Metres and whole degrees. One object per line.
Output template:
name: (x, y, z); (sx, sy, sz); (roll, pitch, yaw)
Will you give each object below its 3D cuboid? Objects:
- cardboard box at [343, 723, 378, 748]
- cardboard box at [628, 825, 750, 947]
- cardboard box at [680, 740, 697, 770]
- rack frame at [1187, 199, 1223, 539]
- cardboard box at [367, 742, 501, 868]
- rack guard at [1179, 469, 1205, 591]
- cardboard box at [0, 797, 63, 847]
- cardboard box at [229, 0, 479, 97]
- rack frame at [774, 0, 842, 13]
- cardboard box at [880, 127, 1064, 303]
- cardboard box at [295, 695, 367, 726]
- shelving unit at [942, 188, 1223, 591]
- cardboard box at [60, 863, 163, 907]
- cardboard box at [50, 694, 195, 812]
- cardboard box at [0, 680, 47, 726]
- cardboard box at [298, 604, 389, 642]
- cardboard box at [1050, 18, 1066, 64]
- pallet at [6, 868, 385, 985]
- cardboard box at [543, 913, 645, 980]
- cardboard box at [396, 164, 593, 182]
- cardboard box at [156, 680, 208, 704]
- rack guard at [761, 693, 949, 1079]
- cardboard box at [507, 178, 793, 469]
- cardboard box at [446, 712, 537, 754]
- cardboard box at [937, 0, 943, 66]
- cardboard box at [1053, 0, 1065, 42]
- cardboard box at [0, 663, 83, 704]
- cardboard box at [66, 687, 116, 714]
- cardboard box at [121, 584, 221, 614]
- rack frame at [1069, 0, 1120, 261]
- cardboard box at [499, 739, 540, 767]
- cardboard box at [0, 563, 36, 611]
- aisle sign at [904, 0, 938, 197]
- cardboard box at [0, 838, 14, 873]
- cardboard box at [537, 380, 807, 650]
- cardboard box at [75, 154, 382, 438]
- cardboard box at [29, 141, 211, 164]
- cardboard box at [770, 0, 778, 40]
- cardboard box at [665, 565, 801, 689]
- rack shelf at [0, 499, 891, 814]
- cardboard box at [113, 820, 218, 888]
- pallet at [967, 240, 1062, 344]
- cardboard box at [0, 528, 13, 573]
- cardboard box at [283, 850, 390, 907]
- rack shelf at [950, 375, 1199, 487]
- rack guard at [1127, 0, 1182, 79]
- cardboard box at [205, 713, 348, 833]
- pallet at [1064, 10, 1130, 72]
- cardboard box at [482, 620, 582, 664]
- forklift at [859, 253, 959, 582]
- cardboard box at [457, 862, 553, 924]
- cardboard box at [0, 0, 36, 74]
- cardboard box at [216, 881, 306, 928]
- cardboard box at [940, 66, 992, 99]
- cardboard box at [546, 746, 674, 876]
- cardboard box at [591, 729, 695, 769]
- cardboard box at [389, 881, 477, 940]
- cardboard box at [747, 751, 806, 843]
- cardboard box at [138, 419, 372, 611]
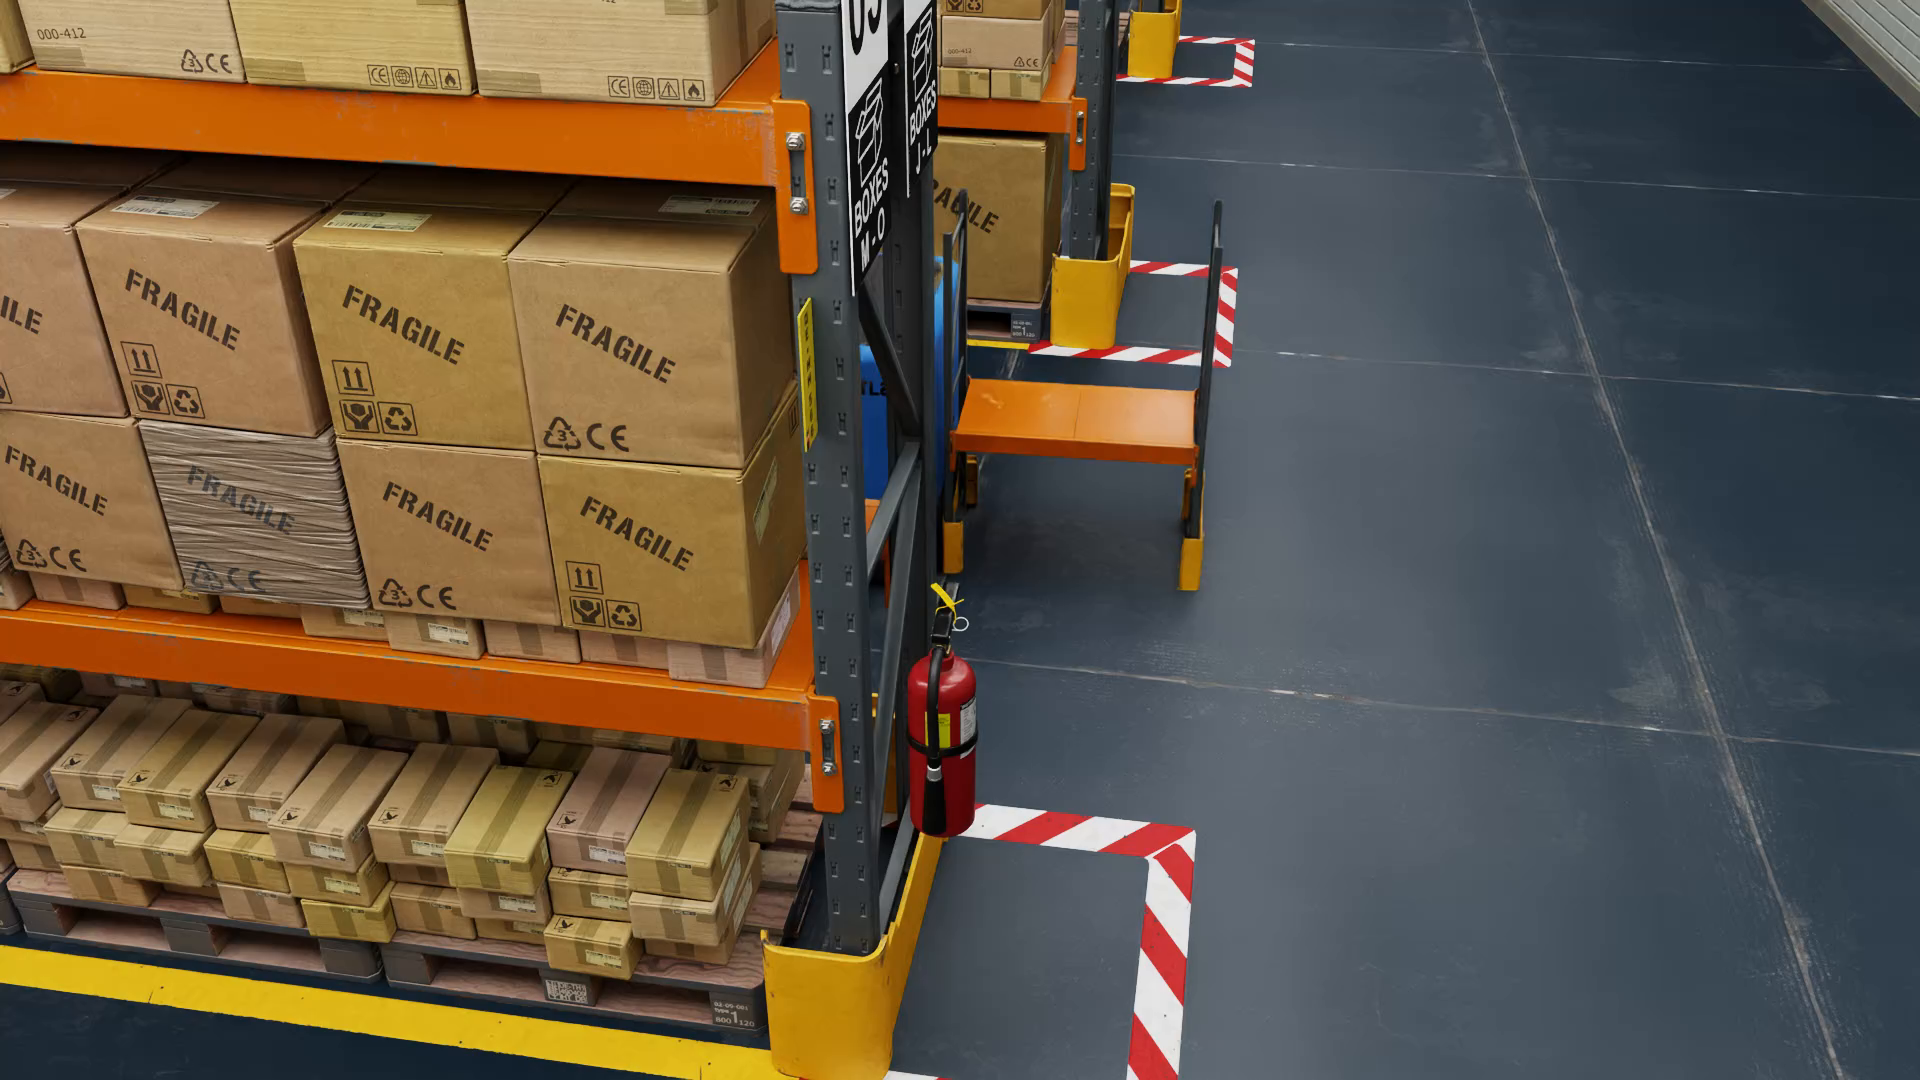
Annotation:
cardboard box: (-1.992, 0.619, 5.444); (0.250, 0.149, 0.380); (7, 33, 11)
cardboard box: (-0.784, 0.988, 4.855); (0.250, 0.149, 0.380); (4, 32, 7)
cardboard box: (-0.949, 0.651, 5.394); (0.250, 0.149, 0.380); (5, 32, 8)
rack frame: (0.991, -0.579, 6.761); (0.032, 1.500, 0.500); (4, 32, 6)
cardboard box: (-1.539, 0.780, 4.907); (0.250, 0.149, 0.380); (4, 32, 6)
rack guard: (0.990, -0.049, 7.093); (0.087, 0.250, 0.587); (4, 32, 6)
cardboard box: (-2.811, 0.770, 5.204); (0.250, 0.149, 0.380); (7, 33, 10)
cardboard box: (-1.213, -1.170, 3.607); (0.500, 0.250, 0.500); (5, 32, 8)
rack frame: (-0.216, -2.561, 2.860); (0.127, 3.000, 1.000); (5, 32, 8)
cardboard box: (0.074, -1.896, 9.059); (0.875, 0.875, 0.875); (5, 32, 8)
cardboard box: (-1.976, 0.428, 5.469); (0.250, 0.149, 0.380); (6, 32, 9)
shelving unit: (0.496, -0.613, 6.816); (1.083, 1.500, 0.587); (4, 32, 6)
cardboard box: (-2.568, 0.950, 5.196); (0.250, 0.149, 0.380); (4, 32, 7)
cardboard box: (-2.554, 0.652, 5.111); (0.250, 0.149, 0.380); (4, 32, 6)
cardboard box: (-3.074, 0.606, 5.186); (0.250, 0.149, 0.380); (4, 32, 7)
cardboard box: (-1.583, 0.101, 4.498); (0.250, 0.149, 0.380); (4, 32, 6)
cardboard box: (0.424, -2.701, 8.975); (0.250, 0.149, 0.380); (6, 32, 9)
pallet: (-2.284, 0.956, 5.524); (1.213, 0.211, 1.003); (5, 32, 8)
cardboard box: (-1.040, 1.104, 4.950); (0.250, 0.149, 0.380); (6, 33, 10)
cardboard box: (-1.112, -0.831, 4.434); (0.500, 0.500, 0.500); (6, 33, 10)
cardboard box: (-2.466, 0.376, 5.552); (0.250, 0.149, 0.380); (4, 32, 6)
rack guard: (-0.290, 1.034, 5.126); (0.348, 0.500, 1.175); (5, 32, 8)
cardboard box: (-0.708, -0.521, 3.939); (0.500, 0.500, 0.500); (5, 32, 7)
cardboard box: (-1.452, 0.505, 5.346); (0.250, 0.149, 0.380); (4, 32, 6)
cardboard box: (-0.304, -2.616, 8.463); (0.500, 0.250, 0.500); (5, 32, 7)
cardboard box: (0.291, -2.850, 8.837); (0.500, 0.250, 0.500); (4, 32, 7)
cardboard box: (-3.016, 0.383, 5.541); (0.250, 0.149, 0.380); (6, 33, 10)
cardboard box: (-2.773, 0.509, 5.620); (0.250, 0.149, 0.380); (6, 33, 9)
cardboard box: (-2.104, 0.031, 4.611); (0.250, 0.149, 0.380); (6, 32, 9)
rack frame: (0.719, -2.603, 8.582); (0.127, 3.000, 1.000); (5, 32, 8)
cardboard box: (-1.440, 0.596, 5.482); (0.250, 0.149, 0.380); (6, 33, 10)
cardboard box: (-2.628, 0.020, 4.628); (0.250, 0.149, 0.380); (7, 33, 10)
aisle sign: (-0.093, -1.271, 4.003); (0.004, 0.787, 0.394); (5, 32, 8)
cardboard box: (-3.079, 0.871, 5.323); (0.250, 0.149, 0.380); (5, 32, 7)
cardboard box: (-0.702, -0.092, 4.196); (0.500, 0.500, 0.500); (6, 33, 9)
cardboard box: (-1.722, -0.608, 4.078); (0.500, 0.500, 0.500); (7, 33, 11)
cardboard box: (-2.124, -0.933, 4.596); (0.500, 0.500, 0.500); (4, 32, 7)
cardboard box: (-0.615, -1.400, 3.974); (0.500, 0.250, 0.500); (6, 33, 10)
cardboard box: (-0.584, 0.207, 4.329); (0.250, 0.149, 0.380); (5, 32, 8)
rack shelf: (-2.187, 0.108, 4.928); (4.000, 0.370, 1.077); (5, 32, 8)
cardboard box: (-2.335, 0.861, 5.059); (0.250, 0.149, 0.380); (5, 32, 9)
pallet: (-0.083, -1.452, 9.371); (1.213, 0.211, 1.003); (5, 32, 8)
cardboard box: (-2.733, -0.264, 4.469); (0.500, 0.500, 0.500); (5, 32, 7)
cardboard box: (-1.809, 0.903, 4.991); (0.250, 0.149, 0.380); (6, 32, 9)
rack shelf: (0.487, -0.461, 6.912); (1.000, 0.185, 0.538); (4, 32, 6)
rack guard: (1.578, -4.139, 13.391); (0.348, 0.500, 1.175); (5, 32, 8)
cardboard box: (-2.055, 0.703, 5.030); (0.250, 0.149, 0.380); (4, 32, 7)
pallet: (0.745, -4.106, 13.610); (1.213, 0.211, 1.003); (5, 32, 8)
cardboard box: (-1.073, 0.151, 4.419); (0.250, 0.149, 0.380); (5, 32, 8)
forklift: (-1.538, -1.409, 6.738); (3.031, 2.935, 1.130); (4, 32, 6)
cardboard box: (-1.296, 0.943, 4.928); (0.250, 0.149, 0.380); (4, 32, 6)
cardboard box: (-2.227, -1.259, 3.748); (0.500, 0.250, 0.500); (7, 33, 10)
cardboard box: (-2.060, 0.995, 5.124); (0.250, 0.149, 0.380); (6, 33, 9)
cardboard box: (0.056, -2.379, 8.460); (0.250, 0.149, 0.380); (6, 32, 9)
cardboard box: (-1.018, 0.793, 4.887); (0.250, 0.149, 0.380); (6, 33, 9)
cardboard box: (-0.967, 0.574, 5.237); (0.250, 0.149, 0.380); (6, 33, 9)
cardboard box: (-1.532, 1.020, 5.084); (0.250, 0.149, 0.380); (5, 32, 9)
cardboard box: (-0.678, 0.798, 5.439); (0.250, 0.149, 0.380); (6, 33, 9)
cardboard box: (-1.710, -0.181, 4.338); (0.500, 0.500, 0.500); (5, 32, 8)
